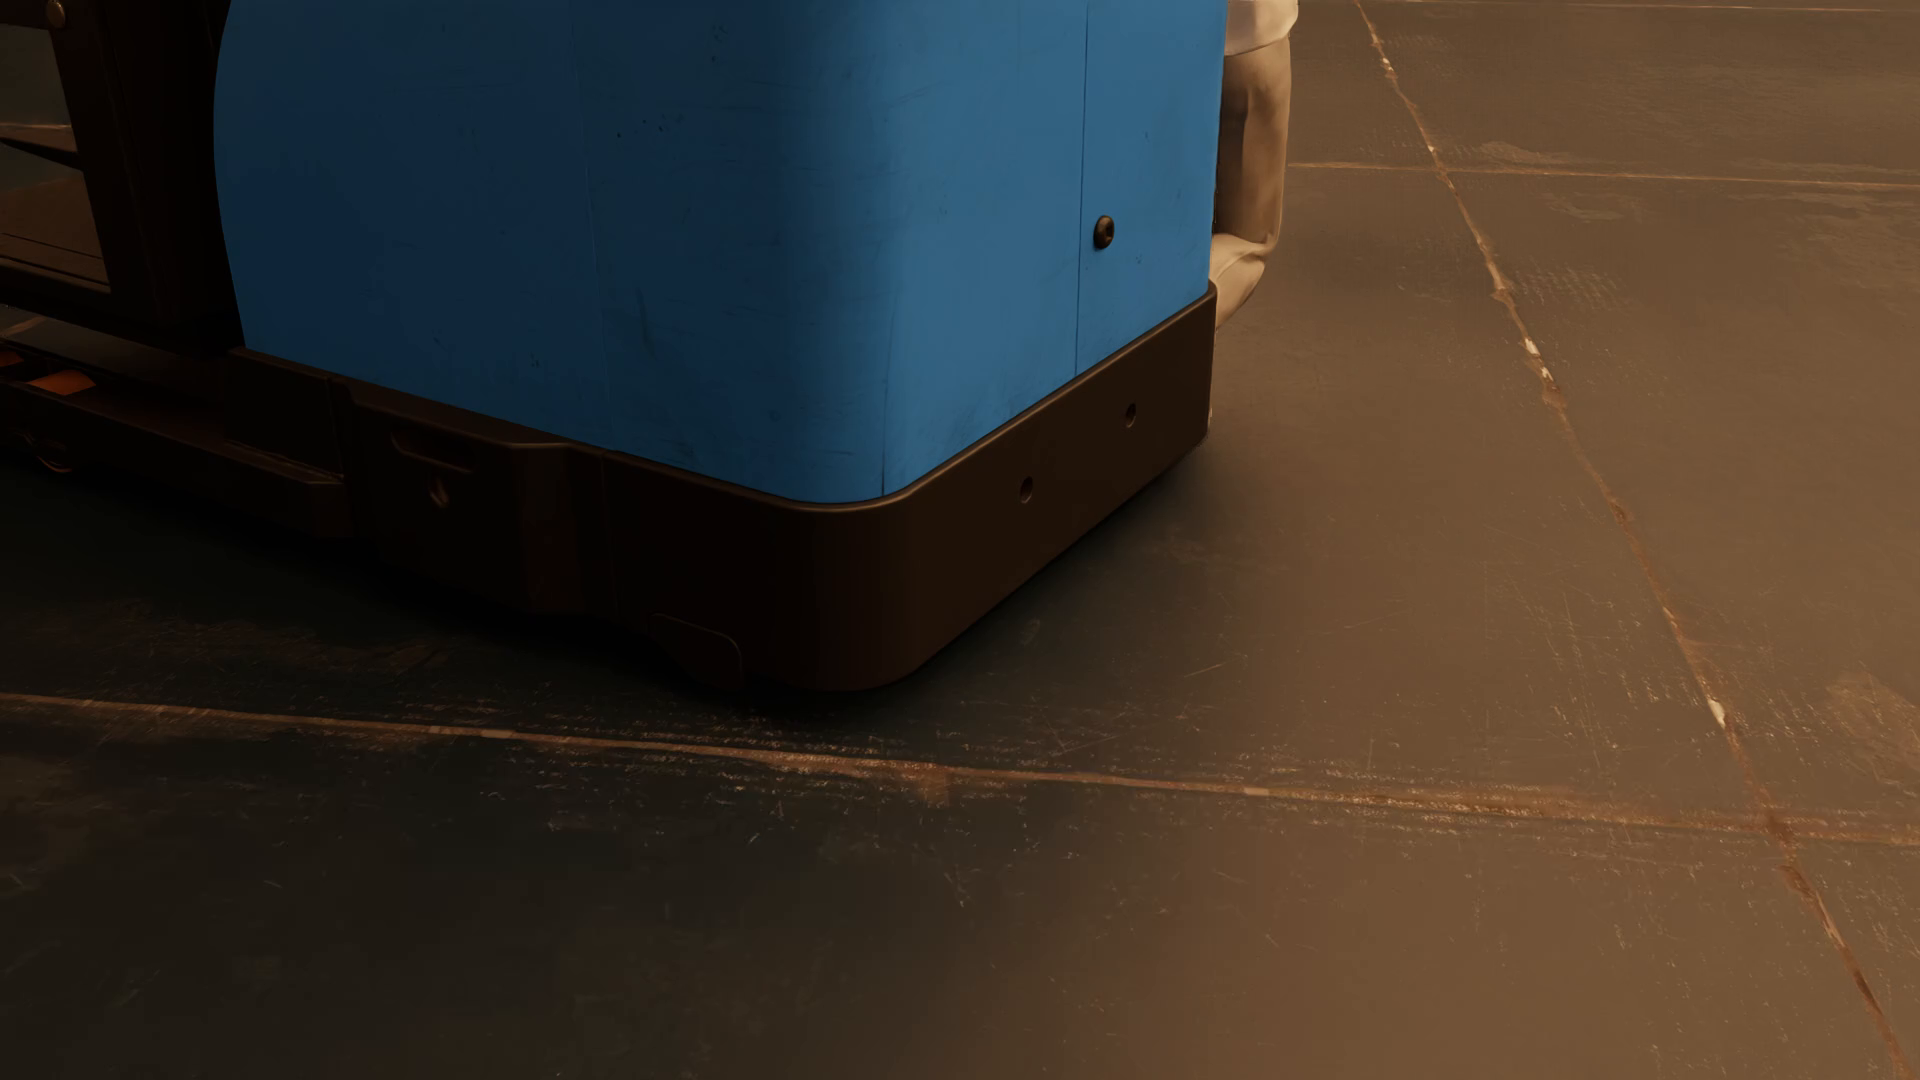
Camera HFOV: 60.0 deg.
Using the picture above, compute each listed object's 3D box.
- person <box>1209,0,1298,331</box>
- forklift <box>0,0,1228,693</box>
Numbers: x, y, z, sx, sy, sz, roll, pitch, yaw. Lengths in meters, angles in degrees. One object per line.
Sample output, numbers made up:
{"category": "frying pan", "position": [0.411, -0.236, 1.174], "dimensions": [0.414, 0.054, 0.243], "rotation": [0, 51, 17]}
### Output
{"category": "person", "position": [0.088, -0.947, 2.845], "dimensions": [0.975, 1.428, 0.848], "rotation": [2, 27, 4]}
{"category": "forklift", "position": [-1.122, -1.603, 2.430], "dimensions": [3.031, 2.935, 1.130], "rotation": [15, 30, 28]}
